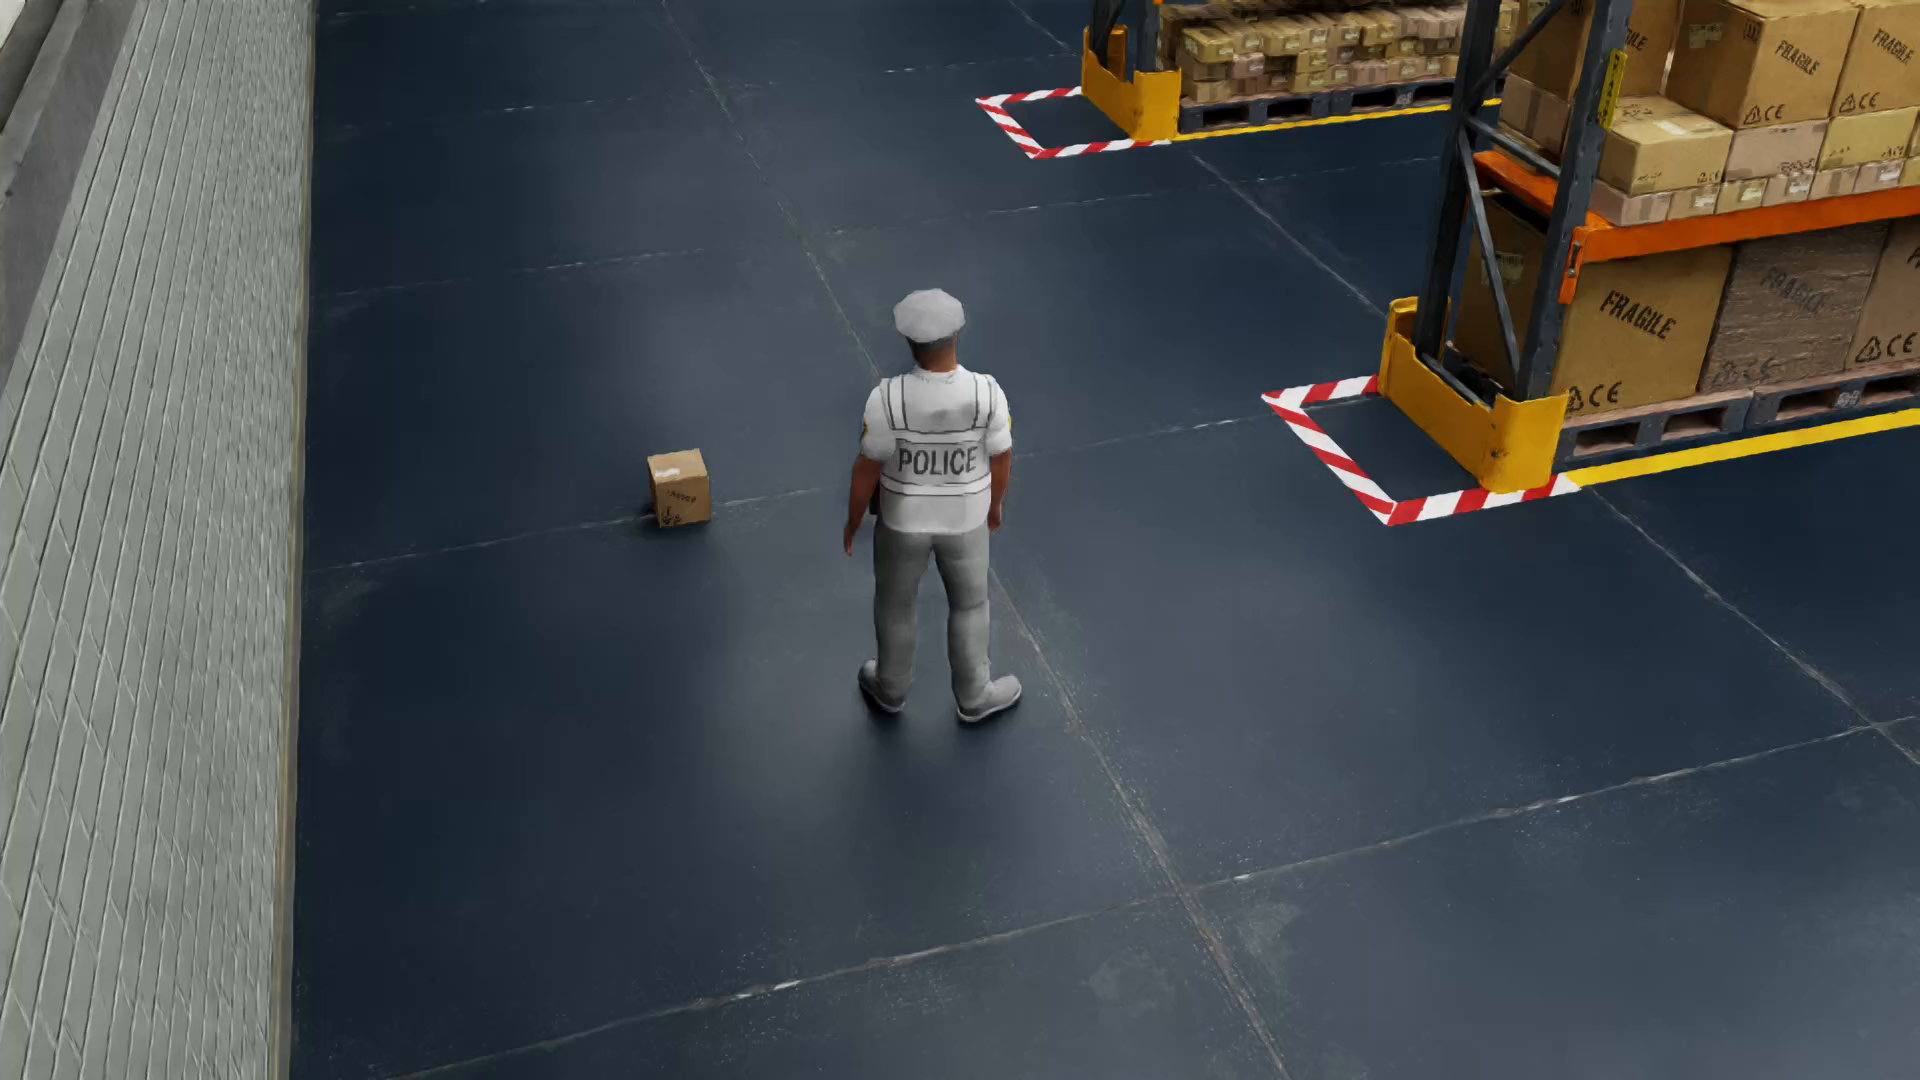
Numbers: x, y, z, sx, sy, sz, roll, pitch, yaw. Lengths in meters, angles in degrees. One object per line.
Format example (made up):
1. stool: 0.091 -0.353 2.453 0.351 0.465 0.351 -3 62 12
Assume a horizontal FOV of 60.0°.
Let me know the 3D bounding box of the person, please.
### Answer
1. person: -0.097 -0.100 6.236 0.690 1.770 0.398 -2 34 -3
